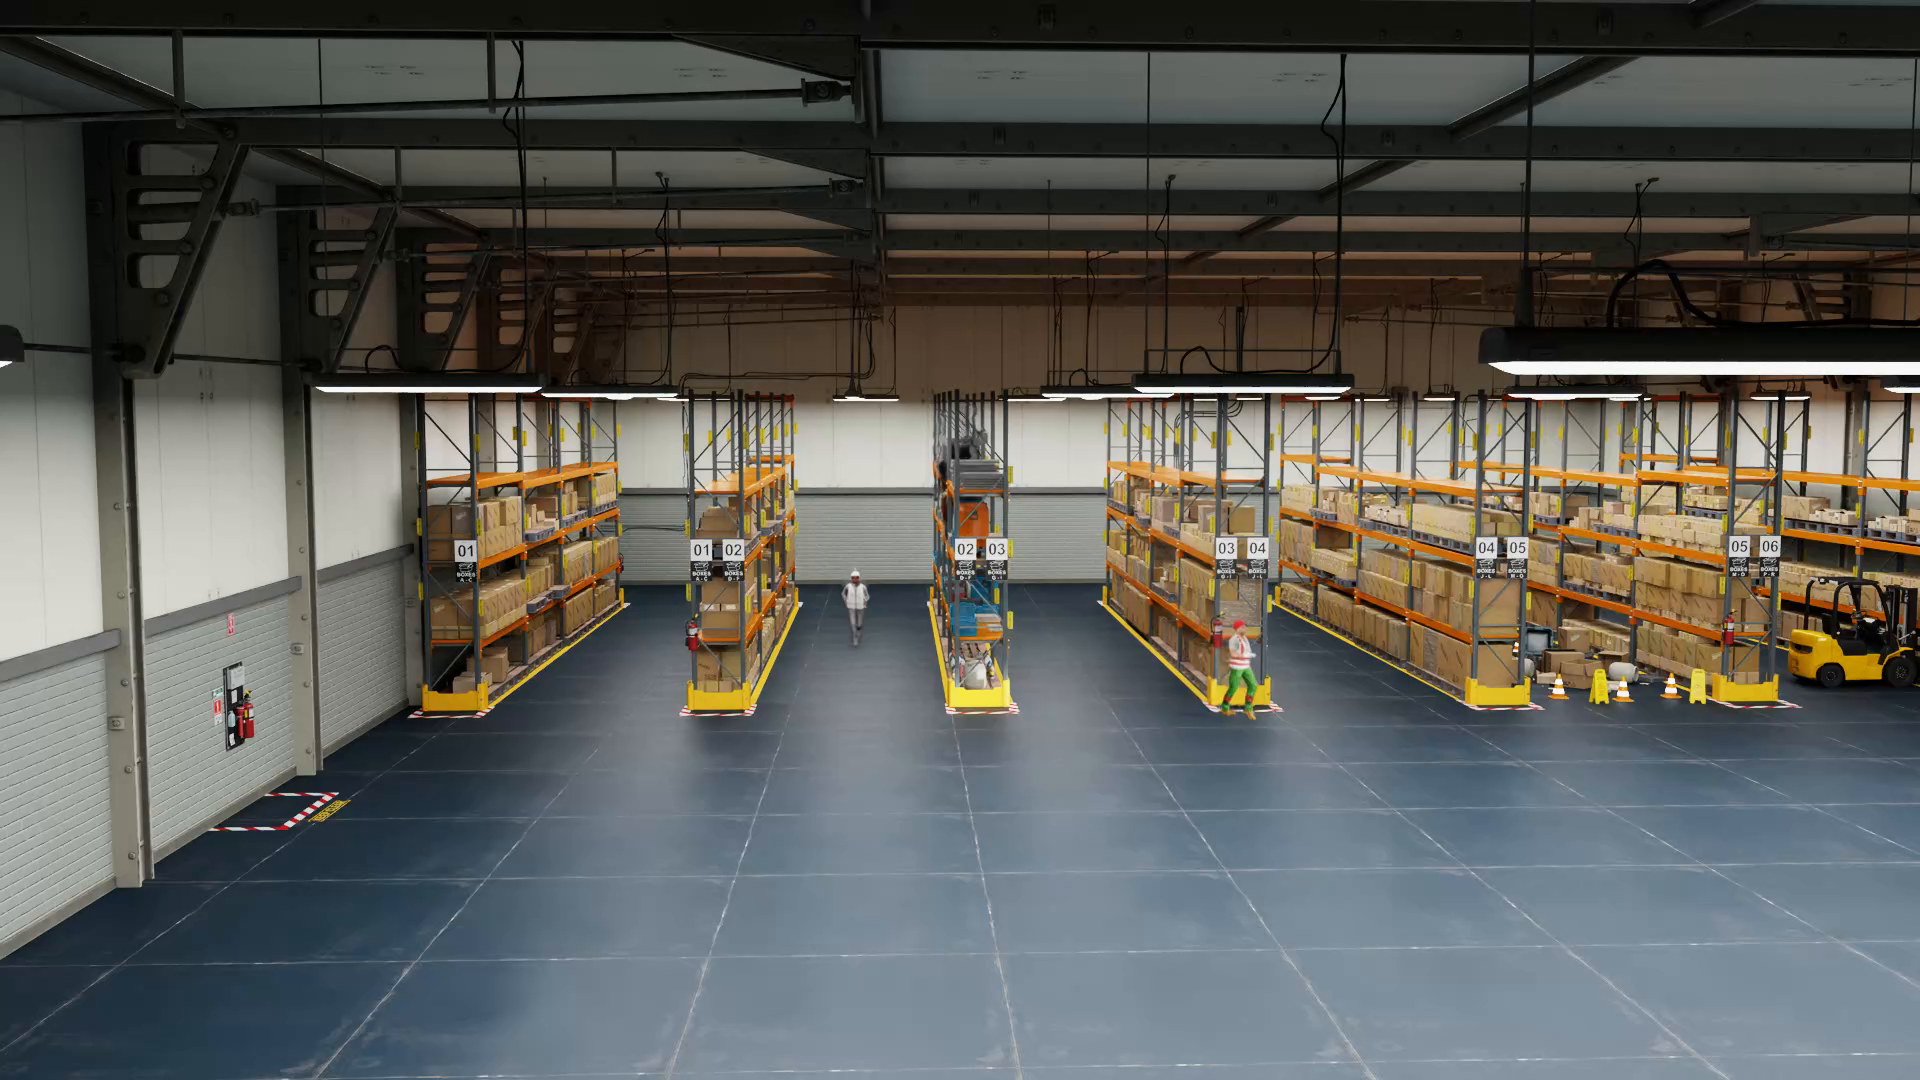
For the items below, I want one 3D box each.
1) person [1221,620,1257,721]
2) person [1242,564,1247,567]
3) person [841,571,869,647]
[{"bbox_3d":[5.099,2.358,30.222,0.669,1.829,0.724,-5,7,-45],"label":"person"},{"bbox_3d":[7.916,1.103,46.563,0.746,1.660,0.577,0,5,5],"label":"person"},{"bbox_3d":[-2.497,1.625,39.721,0.662,1.763,0.819,-1,5,-7],"label":"person"}]
